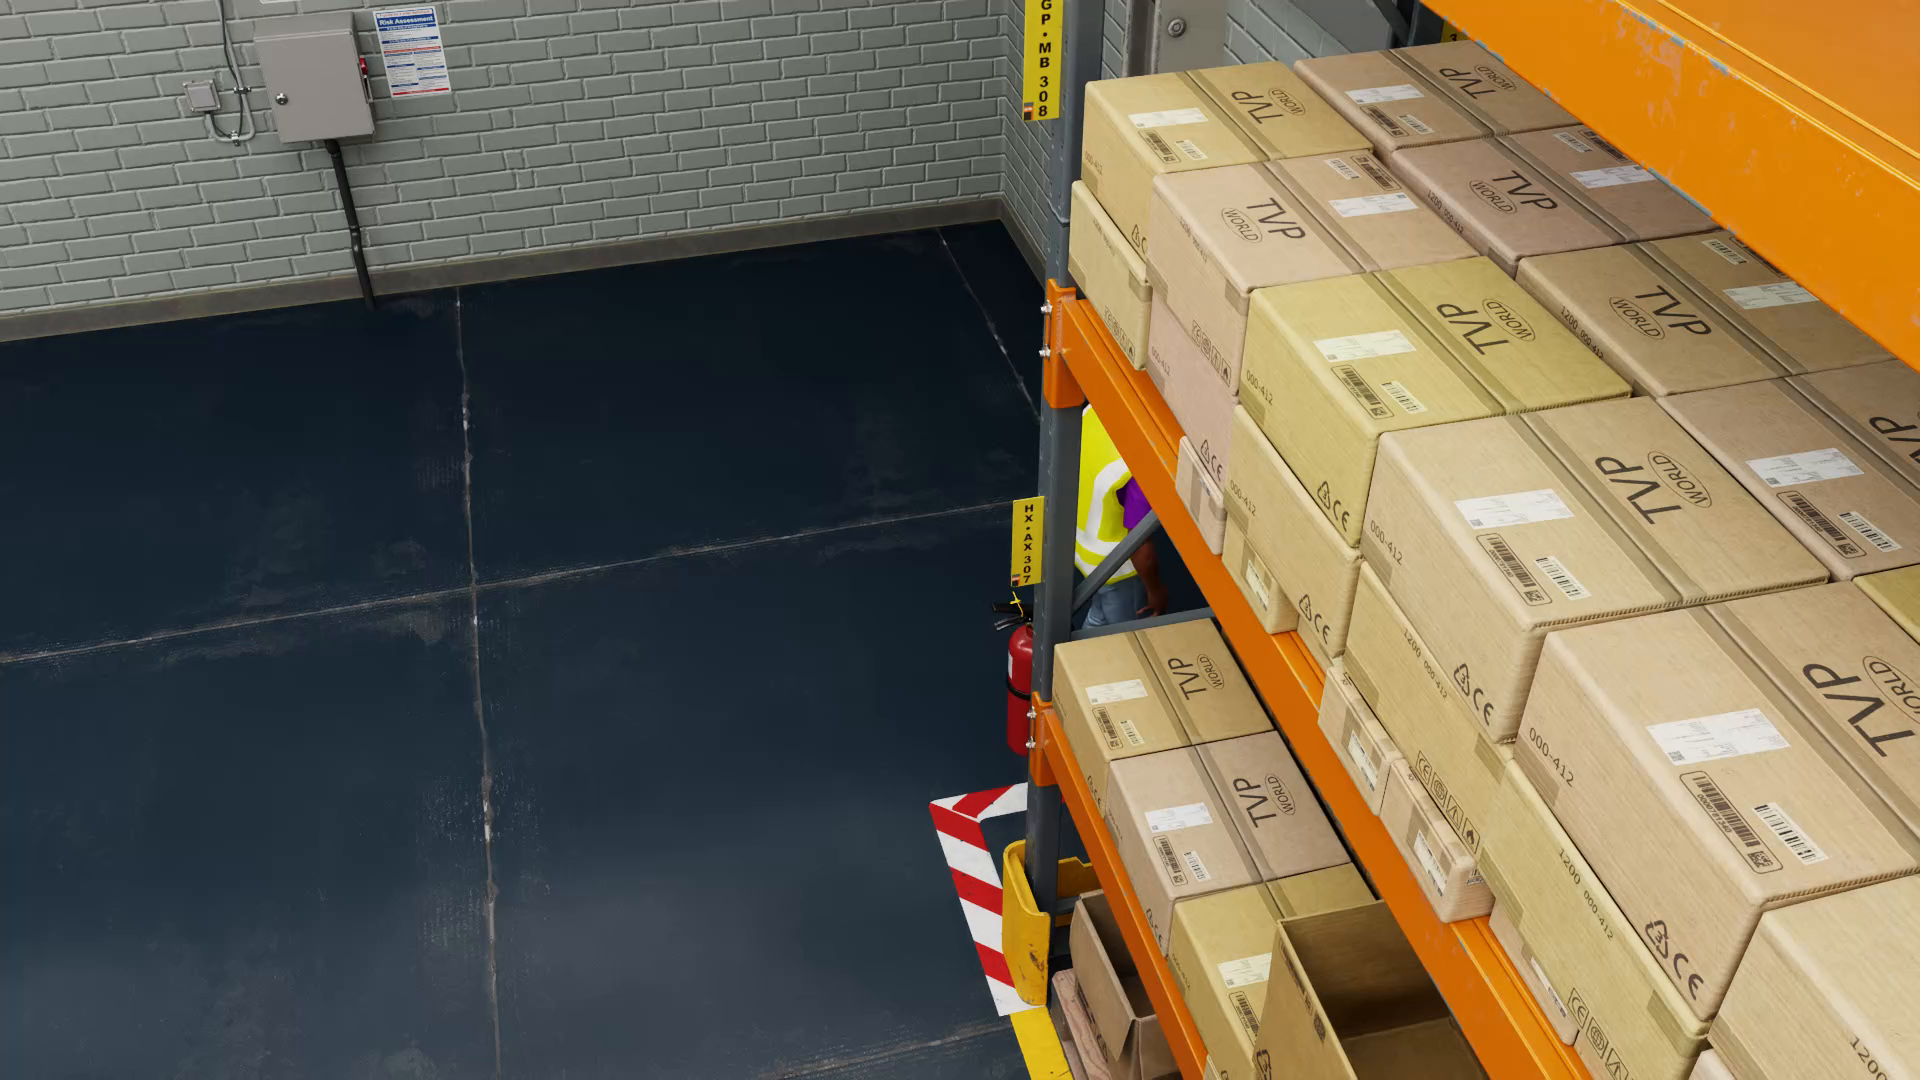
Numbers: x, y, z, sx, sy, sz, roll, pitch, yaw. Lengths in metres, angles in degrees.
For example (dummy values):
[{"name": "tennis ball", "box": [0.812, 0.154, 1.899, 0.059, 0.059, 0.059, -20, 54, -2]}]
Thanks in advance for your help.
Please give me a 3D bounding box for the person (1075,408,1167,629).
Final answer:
[{"name": "person", "box": [0.656, 0.045, 6.642, 0.456, 1.761, 0.627, -9, 39, -12]}]
